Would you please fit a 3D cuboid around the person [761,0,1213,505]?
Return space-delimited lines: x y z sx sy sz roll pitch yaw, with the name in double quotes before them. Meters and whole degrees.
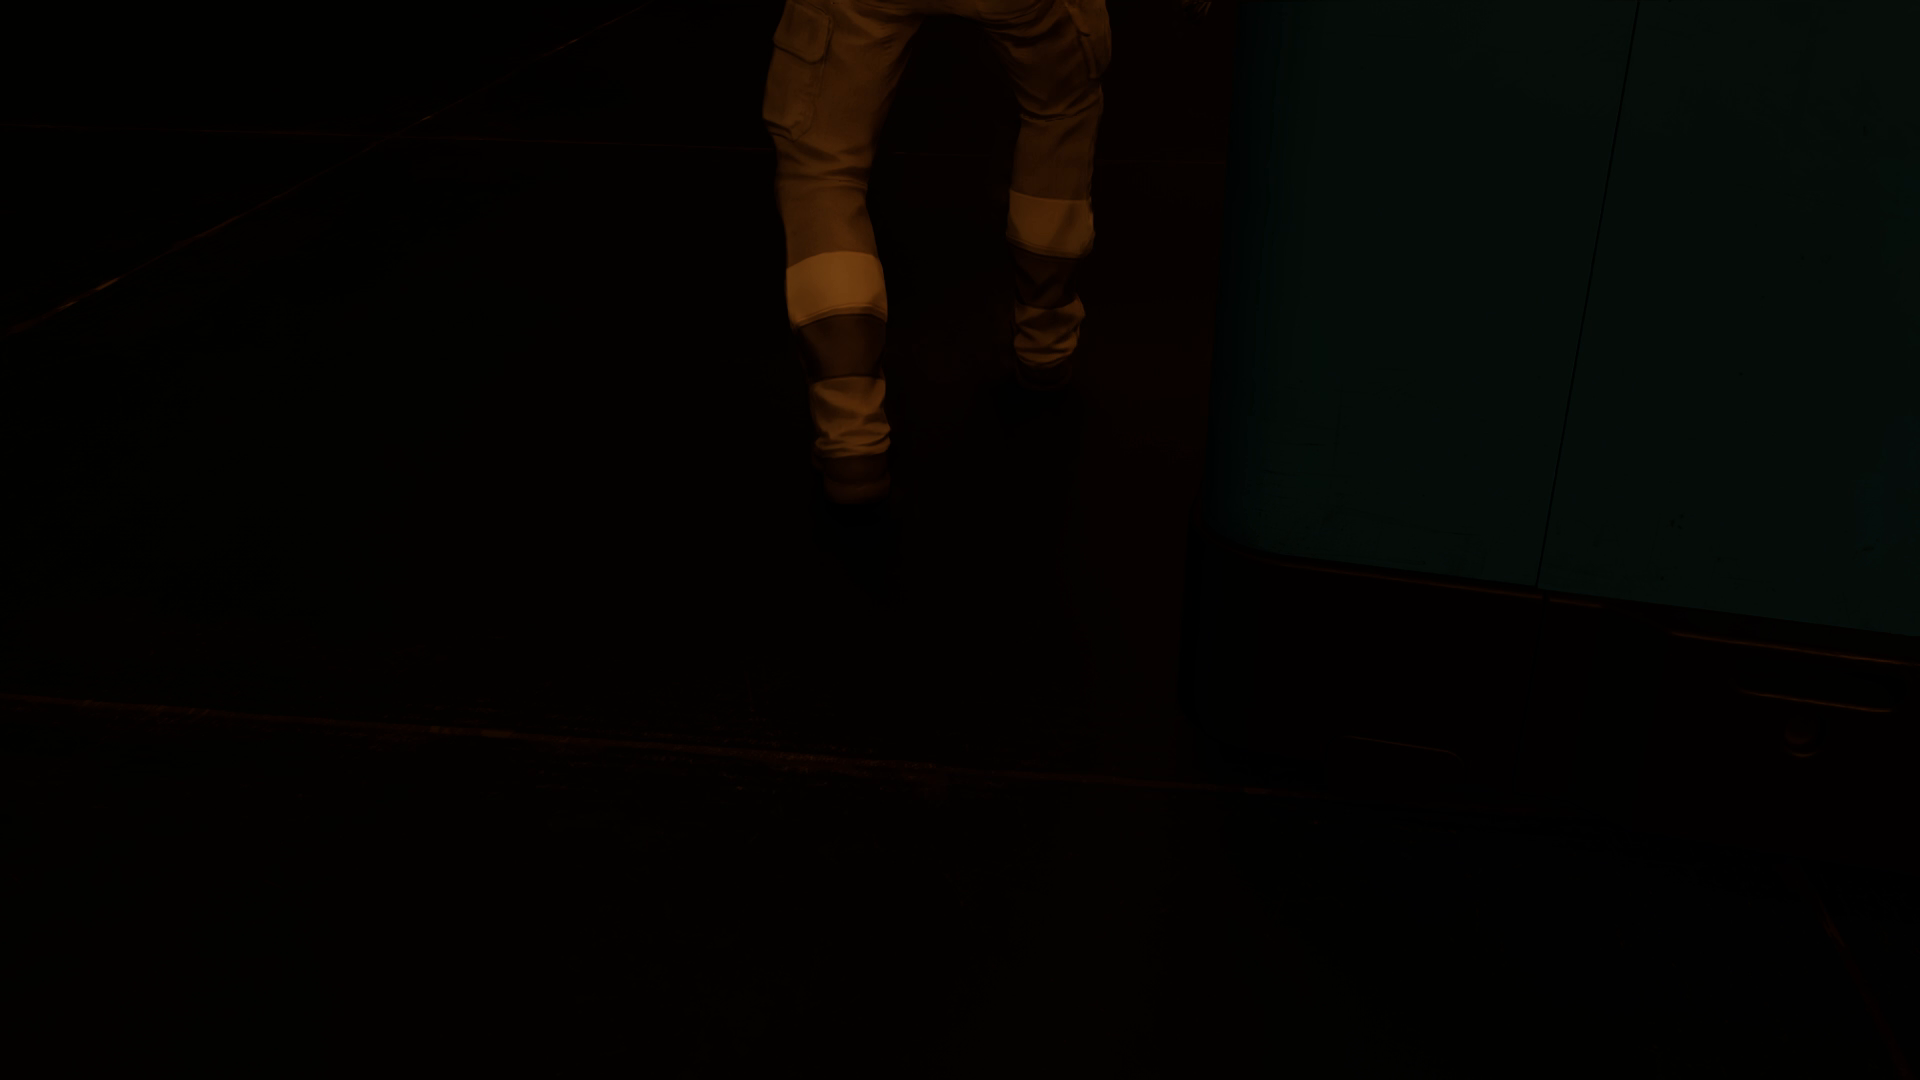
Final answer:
"person" 0.038 -0.965 2.568 0.729 1.702 0.860 -3 27 -6

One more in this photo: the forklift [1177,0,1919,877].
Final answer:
"forklift" 1.831 -1.057 1.335 3.031 2.935 1.130 7 27 15
